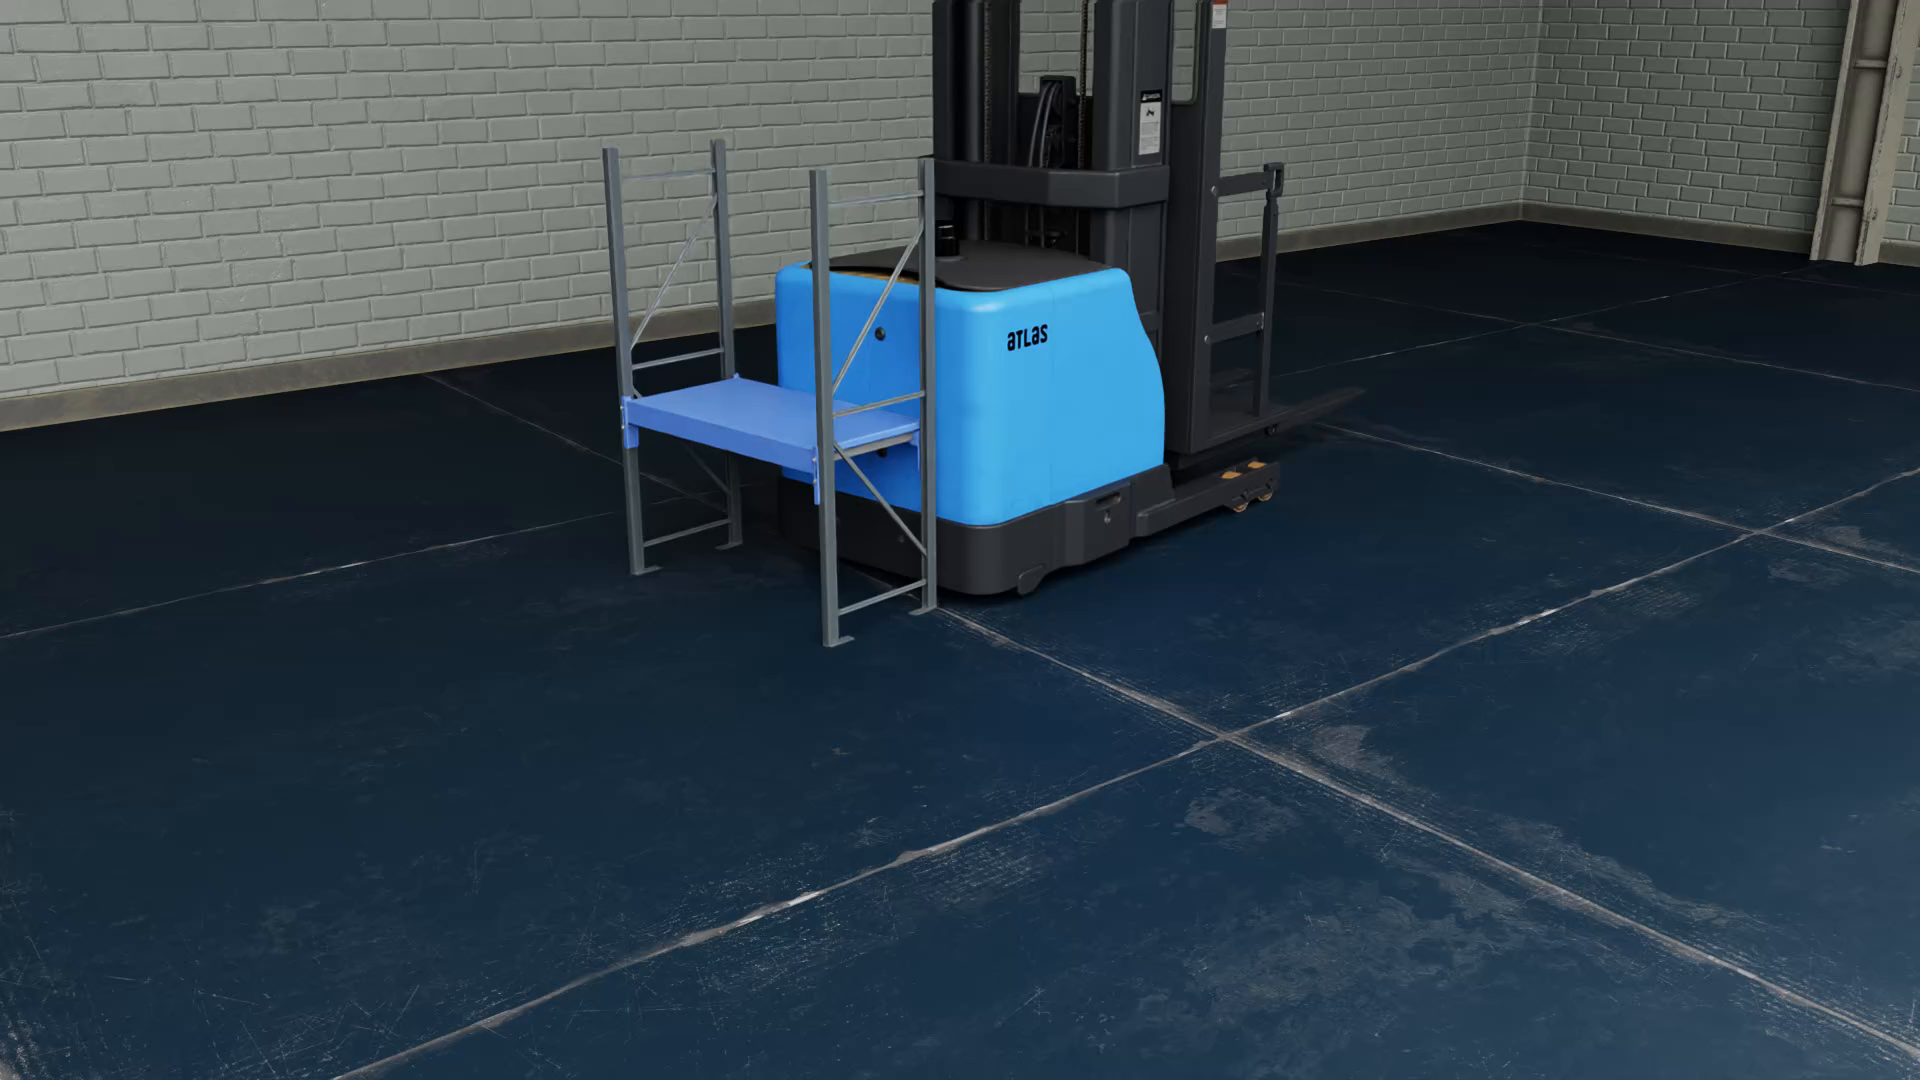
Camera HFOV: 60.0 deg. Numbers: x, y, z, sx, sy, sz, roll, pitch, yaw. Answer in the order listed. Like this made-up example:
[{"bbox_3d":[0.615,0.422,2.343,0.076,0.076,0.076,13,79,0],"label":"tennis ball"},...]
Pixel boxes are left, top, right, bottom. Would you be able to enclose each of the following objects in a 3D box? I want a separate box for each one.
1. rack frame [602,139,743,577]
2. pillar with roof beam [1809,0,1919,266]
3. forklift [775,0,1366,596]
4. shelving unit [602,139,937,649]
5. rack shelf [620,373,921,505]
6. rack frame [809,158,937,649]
[{"bbox_3d":[-1.005,-0.641,5.912,0.032,1.500,0.500,16,24,40],"label":"rack frame"},{"bbox_3d":[3.492,-5.602,8.966,9.100,9.000,0.400,-14,23,-36],"label":"pillar with roof beam"},{"bbox_3d":[0.667,-1.593,6.510,1.130,2.935,3.031,15,24,38],"label":"forklift"},{"bbox_3d":[-0.632,-0.533,5.584,1.048,1.500,0.538,16,24,40],"label":"shelving unit"},{"bbox_3d":[-0.632,-0.362,5.641,1.000,0.185,0.538,16,24,40],"label":"rack shelf"},{"bbox_3d":[-0.259,-0.424,5.256,0.032,1.500,0.500,16,24,40],"label":"rack frame"}]
